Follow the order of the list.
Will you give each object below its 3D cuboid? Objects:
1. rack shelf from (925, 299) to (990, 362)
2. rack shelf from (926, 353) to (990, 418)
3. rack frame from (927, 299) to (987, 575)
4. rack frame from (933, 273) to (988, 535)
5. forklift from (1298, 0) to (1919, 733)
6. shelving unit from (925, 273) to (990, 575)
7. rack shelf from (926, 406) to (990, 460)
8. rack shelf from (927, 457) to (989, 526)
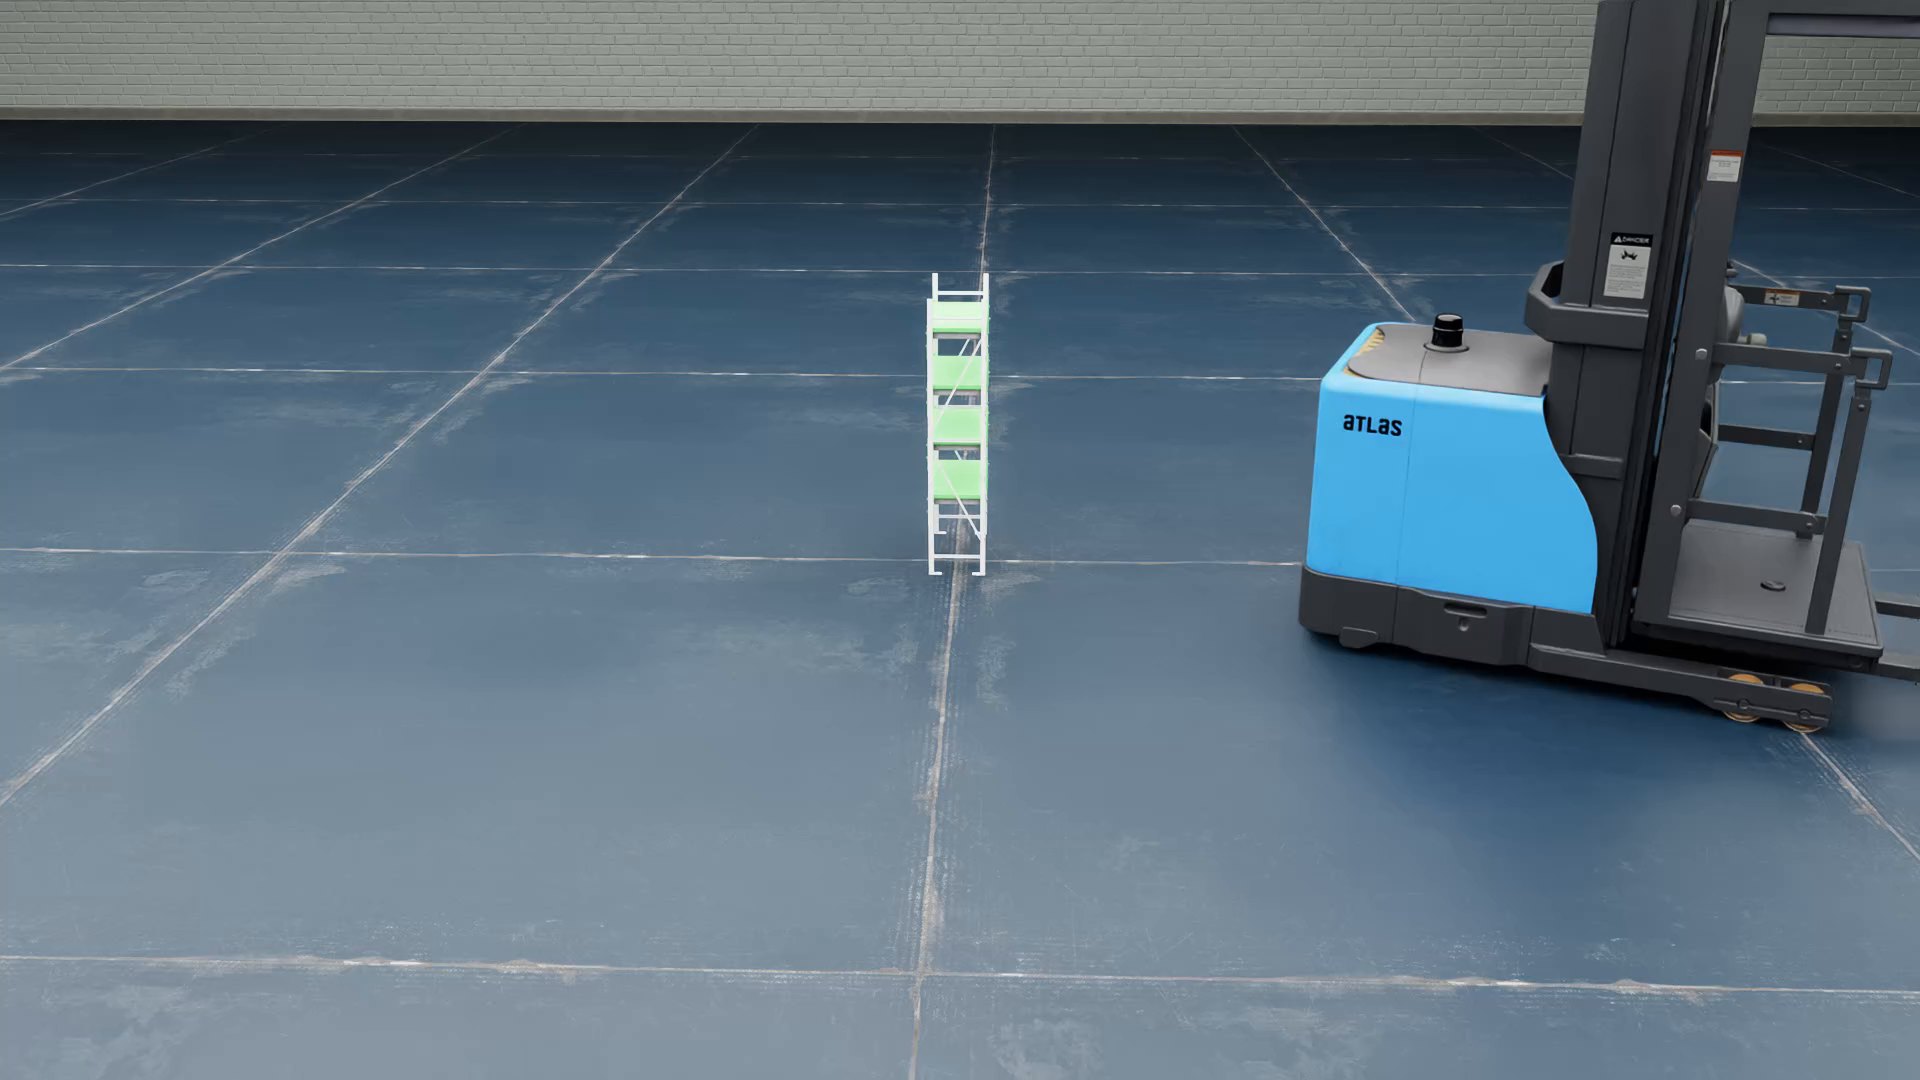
[{"bbox_3d":[-0.005,-0.887,7.007,0.258,0.148,0.480,1,21,2],"label":"rack shelf"},{"bbox_3d":[-0.005,-0.664,7.094,0.258,0.148,0.480,1,21,2],"label":"rack shelf"},{"bbox_3d":[-0.012,-0.411,6.930,0.240,1.200,0.015,1,21,2],"label":"rack frame"},{"bbox_3d":[0.002,-0.588,7.385,0.240,1.200,0.015,1,21,2],"label":"rack frame"},{"bbox_3d":[2.888,-0.914,5.832,3.031,2.935,1.130,9,23,22],"label":"forklift"},{"bbox_3d":[-0.005,-0.500,7.158,0.258,1.200,0.503,1,21,2],"label":"shelving unit"},{"bbox_3d":[-0.005,-0.440,7.181,0.258,0.148,0.480,1,21,2],"label":"rack shelf"},{"bbox_3d":[-0.005,-0.216,7.268,0.258,0.148,0.480,1,21,2],"label":"rack shelf"}]
